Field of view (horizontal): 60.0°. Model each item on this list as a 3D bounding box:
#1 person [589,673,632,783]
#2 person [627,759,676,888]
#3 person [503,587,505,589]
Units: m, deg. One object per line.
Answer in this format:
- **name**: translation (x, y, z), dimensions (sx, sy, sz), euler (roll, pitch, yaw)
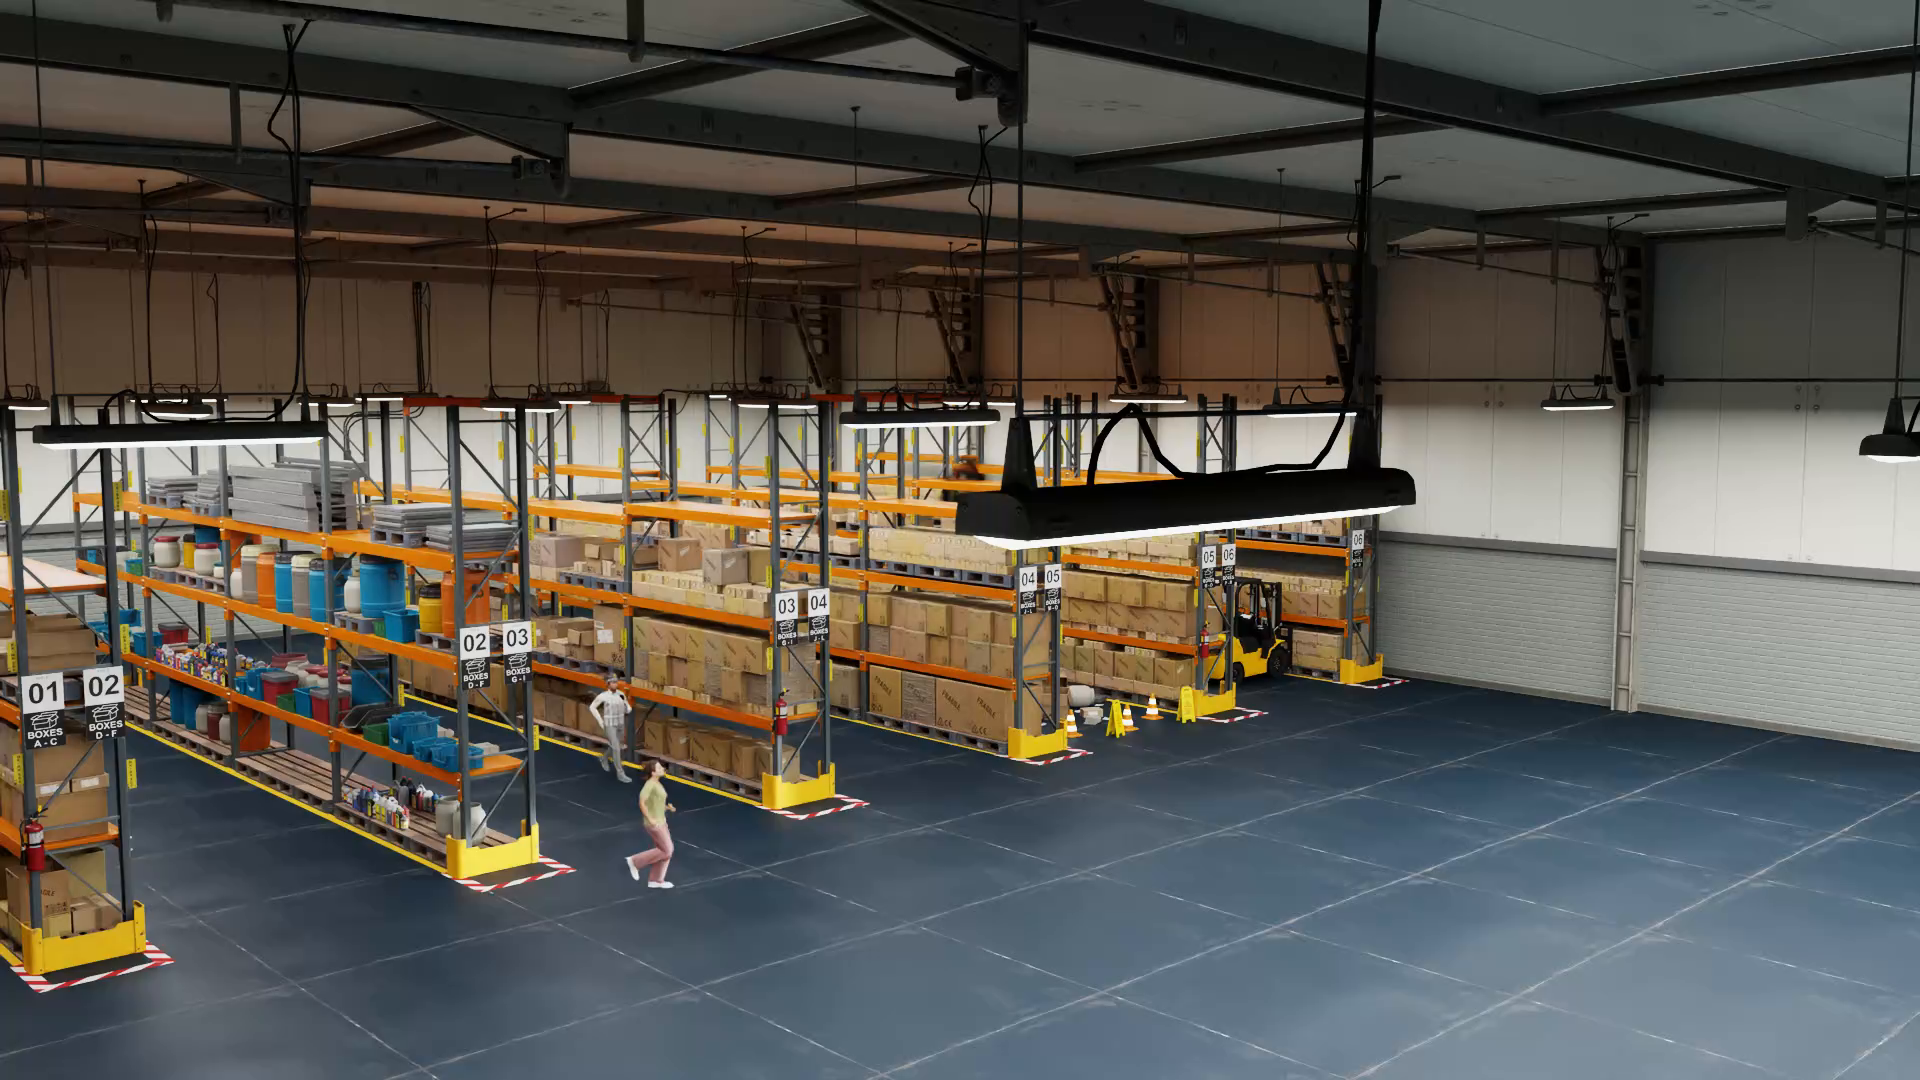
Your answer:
- **person**: translation (-5.474, 2.932, 26.275), dimensions (0.918, 1.676, 0.614), euler (5, 7, 42)
- **person**: translation (-3.840, 3.534, 20.680), dimensions (0.588, 1.632, 0.597), euler (0, 6, -4)
- **person**: translation (-10.366, 1.864, 37.966), dimensions (0.701, 1.653, 0.684), euler (-4, 7, -33)
